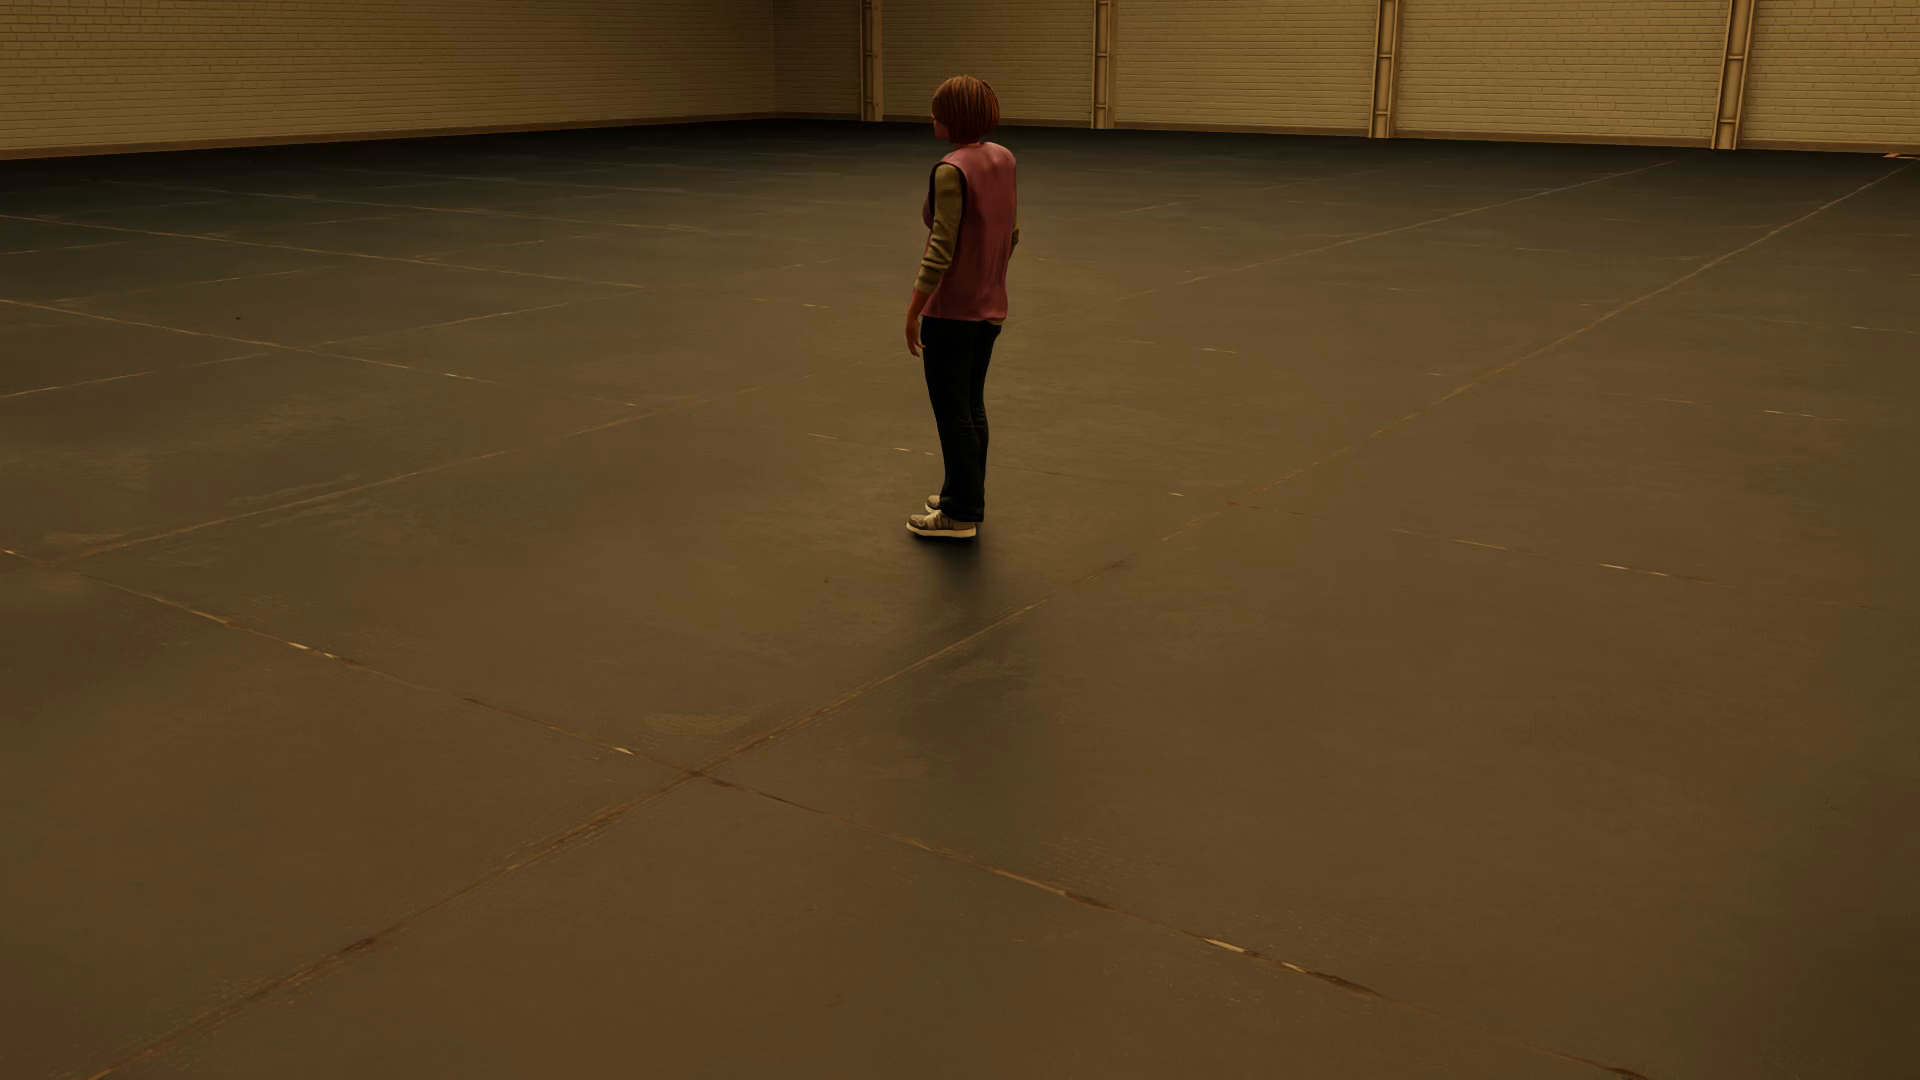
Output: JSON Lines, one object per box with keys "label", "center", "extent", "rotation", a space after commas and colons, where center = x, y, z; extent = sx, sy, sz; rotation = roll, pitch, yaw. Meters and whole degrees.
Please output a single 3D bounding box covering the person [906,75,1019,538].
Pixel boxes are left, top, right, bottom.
{"label": "person", "center": [-0.053, -0.788, 5.769], "extent": [0.476, 1.597, 0.520], "rotation": [11, 20, 33]}
